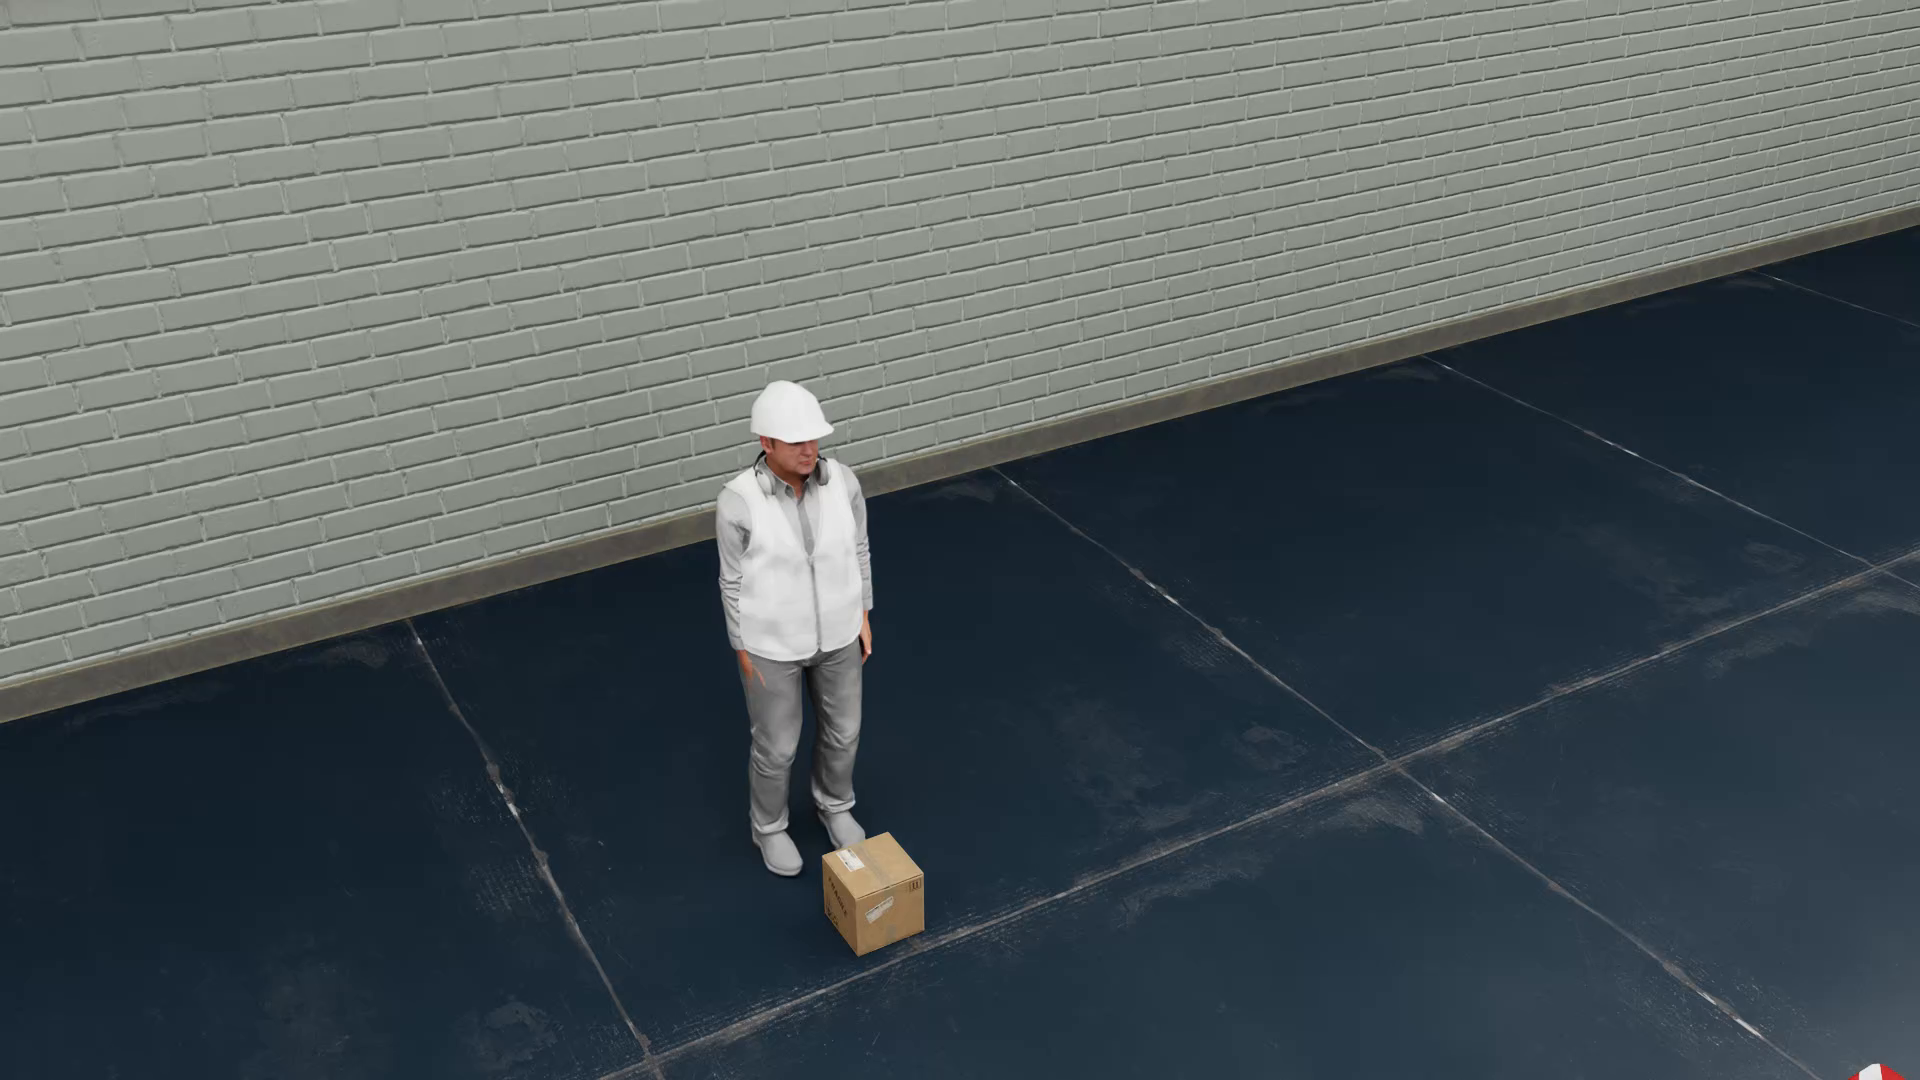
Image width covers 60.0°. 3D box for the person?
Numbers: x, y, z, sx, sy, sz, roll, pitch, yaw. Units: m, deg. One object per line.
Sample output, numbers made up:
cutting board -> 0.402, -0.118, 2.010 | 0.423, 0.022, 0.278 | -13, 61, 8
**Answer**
person -> -0.523, 0.305, 5.548 | 0.531, 1.768, 0.358 | -15, 32, -25
